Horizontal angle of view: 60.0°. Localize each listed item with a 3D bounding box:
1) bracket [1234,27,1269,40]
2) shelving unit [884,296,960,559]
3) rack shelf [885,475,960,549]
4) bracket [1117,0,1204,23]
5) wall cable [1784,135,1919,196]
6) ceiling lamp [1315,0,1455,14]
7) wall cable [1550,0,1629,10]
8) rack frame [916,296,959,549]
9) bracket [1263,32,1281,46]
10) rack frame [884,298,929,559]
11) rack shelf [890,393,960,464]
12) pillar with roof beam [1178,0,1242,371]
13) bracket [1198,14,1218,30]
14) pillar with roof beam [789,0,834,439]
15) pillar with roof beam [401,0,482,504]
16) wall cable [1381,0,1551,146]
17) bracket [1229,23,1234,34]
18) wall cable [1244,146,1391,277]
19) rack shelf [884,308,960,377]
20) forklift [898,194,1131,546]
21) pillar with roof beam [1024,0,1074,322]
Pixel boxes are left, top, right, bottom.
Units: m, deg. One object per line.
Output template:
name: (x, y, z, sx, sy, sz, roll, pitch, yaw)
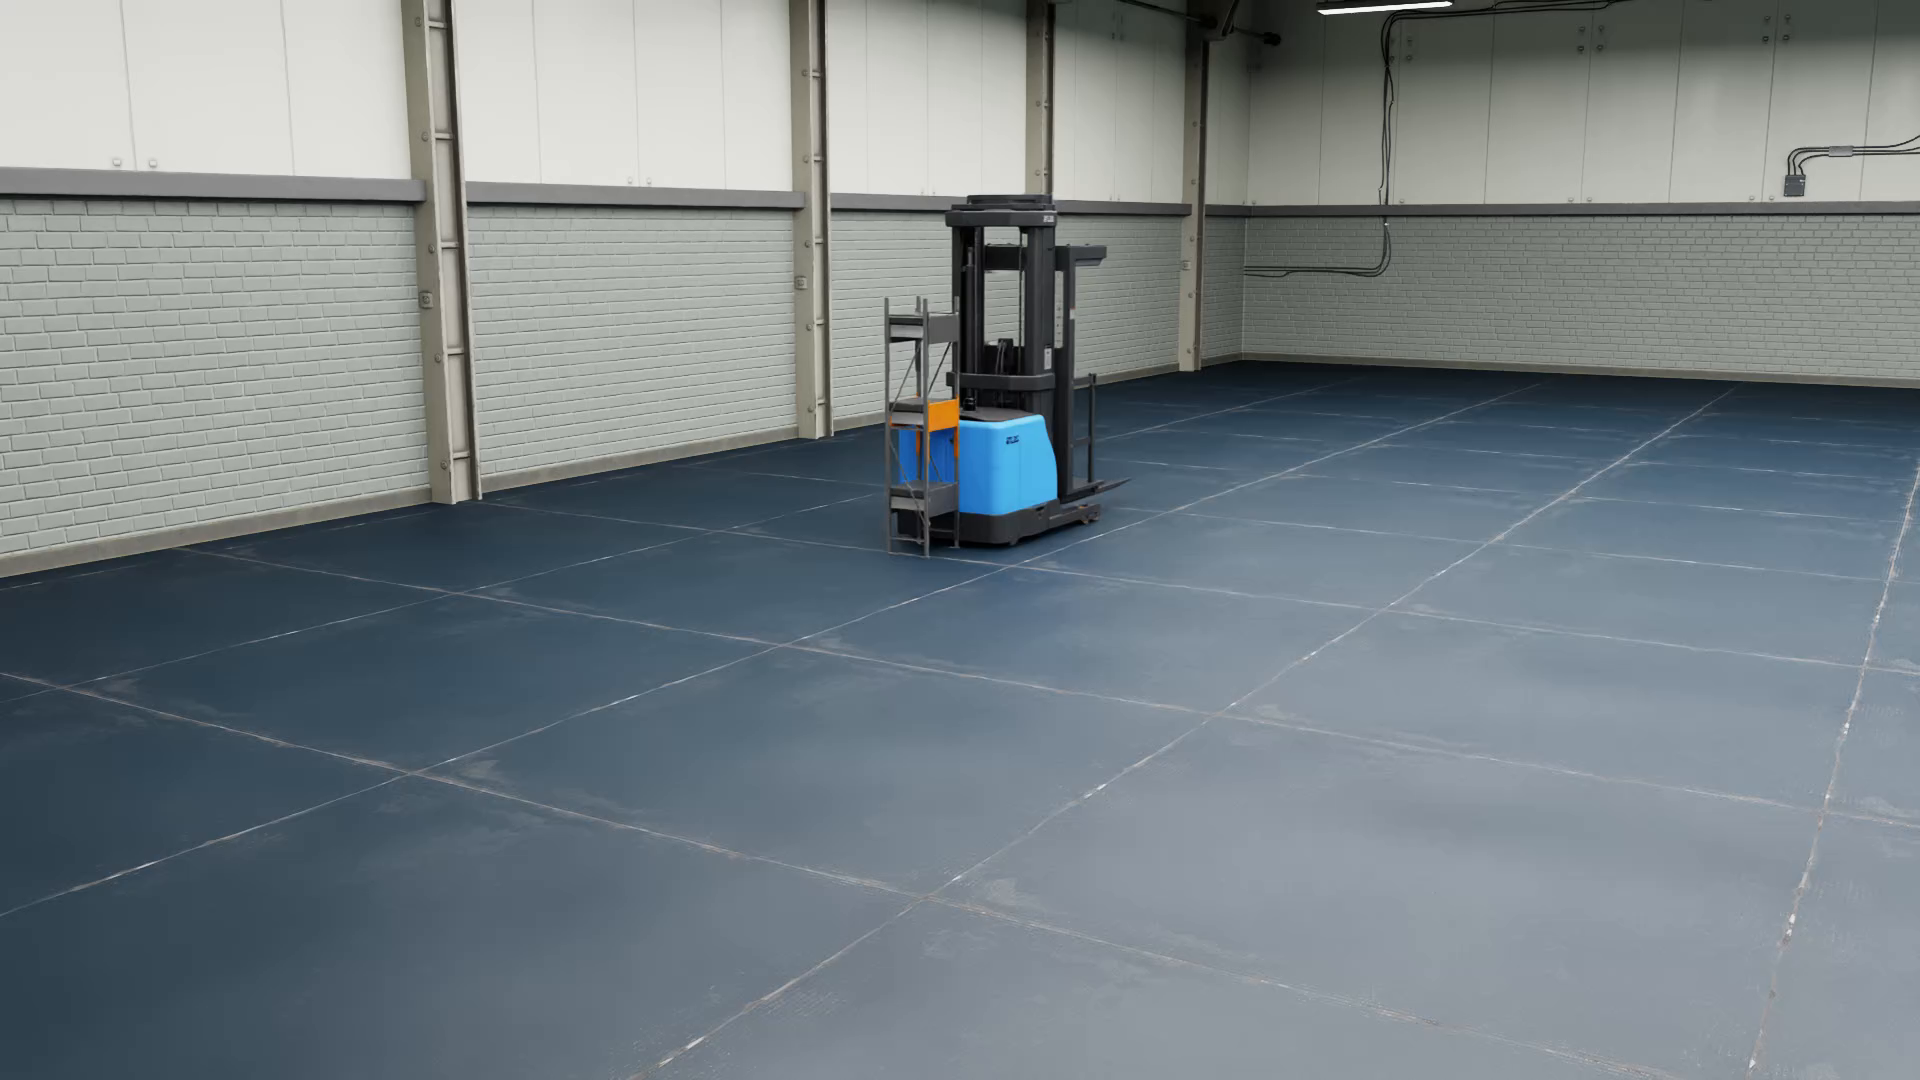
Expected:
bracket: (5.800, -9.728, 32.096, 0.076, 0.066, 3.189, 6, 12, 31)
shelving unit: (-0.309, -0.935, 13.658, 0.431, 2.100, 0.503, 6, 12, 30)
rack shelf: (-0.309, -0.234, 13.789, 0.431, 0.518, 0.480, 6, 12, 30)
bracket: (3.108, -8.913, 27.739, 0.076, 0.066, 4.783, 6, 12, 31)
wall cable: (15.123, -8.747, 27.394, 2.305, 6.003, 0.169, 6, 12, 31)
ceiling lamp: (6.411, -9.455, 24.558, 2.000, 3.185, 0.800, 6, 12, 31)
wall cable: (11.974, -10.622, 29.008, 3.097, 2.526, 0.112, 6, 12, 31)
rack frame: (-0.187, -0.974, 13.865, 0.400, 2.100, 0.015, 6, 12, 30)
bracket: (6.107, -9.821, 32.592, 0.235, 0.232, 0.430, 6, 12, 31)
rack frame: (-0.432, -0.896, 13.451, 0.400, 2.100, 0.015, 6, 12, 30)
rack shelf: (-0.309, -0.922, 13.660, 0.431, 0.518, 0.480, 6, 12, 30)
pillar with roof beam: (8.037, -7.236, 28.568, 9.100, 9.000, 0.548, 6, 12, 31)
bracket: (4.445, -9.318, 29.904, 0.235, 0.232, 0.430, 6, 12, 31)
pillar with roof beam: (1.807, -5.349, 18.487, 9.100, 9.000, 0.400, 6, 12, 31)
pillar with roof beam: (-1.308, -4.406, 13.447, 9.100, 9.000, 0.400, 6, 12, 31)
wall cable: (9.329, -8.682, 31.005, 3.097, 2.526, 0.112, 6, 12, 31)
bracket: (4.876, -9.448, 30.601, 0.235, 0.232, 0.430, 6, 12, 31)
wall cable: (7.017, -6.458, 32.851, 3.097, 2.526, 0.112, 6, 12, 31)
rack shelf: (-0.309, -1.610, 13.532, 0.431, 0.518, 0.480, 6, 12, 30)
forklift: (0.639, -1.620, 15.056, 1.130, 2.935, 3.031, 6, 12, 30)
pillar with roof beam: (4.922, -6.293, 23.528, 9.100, 9.000, 0.548, 6, 12, 31)
